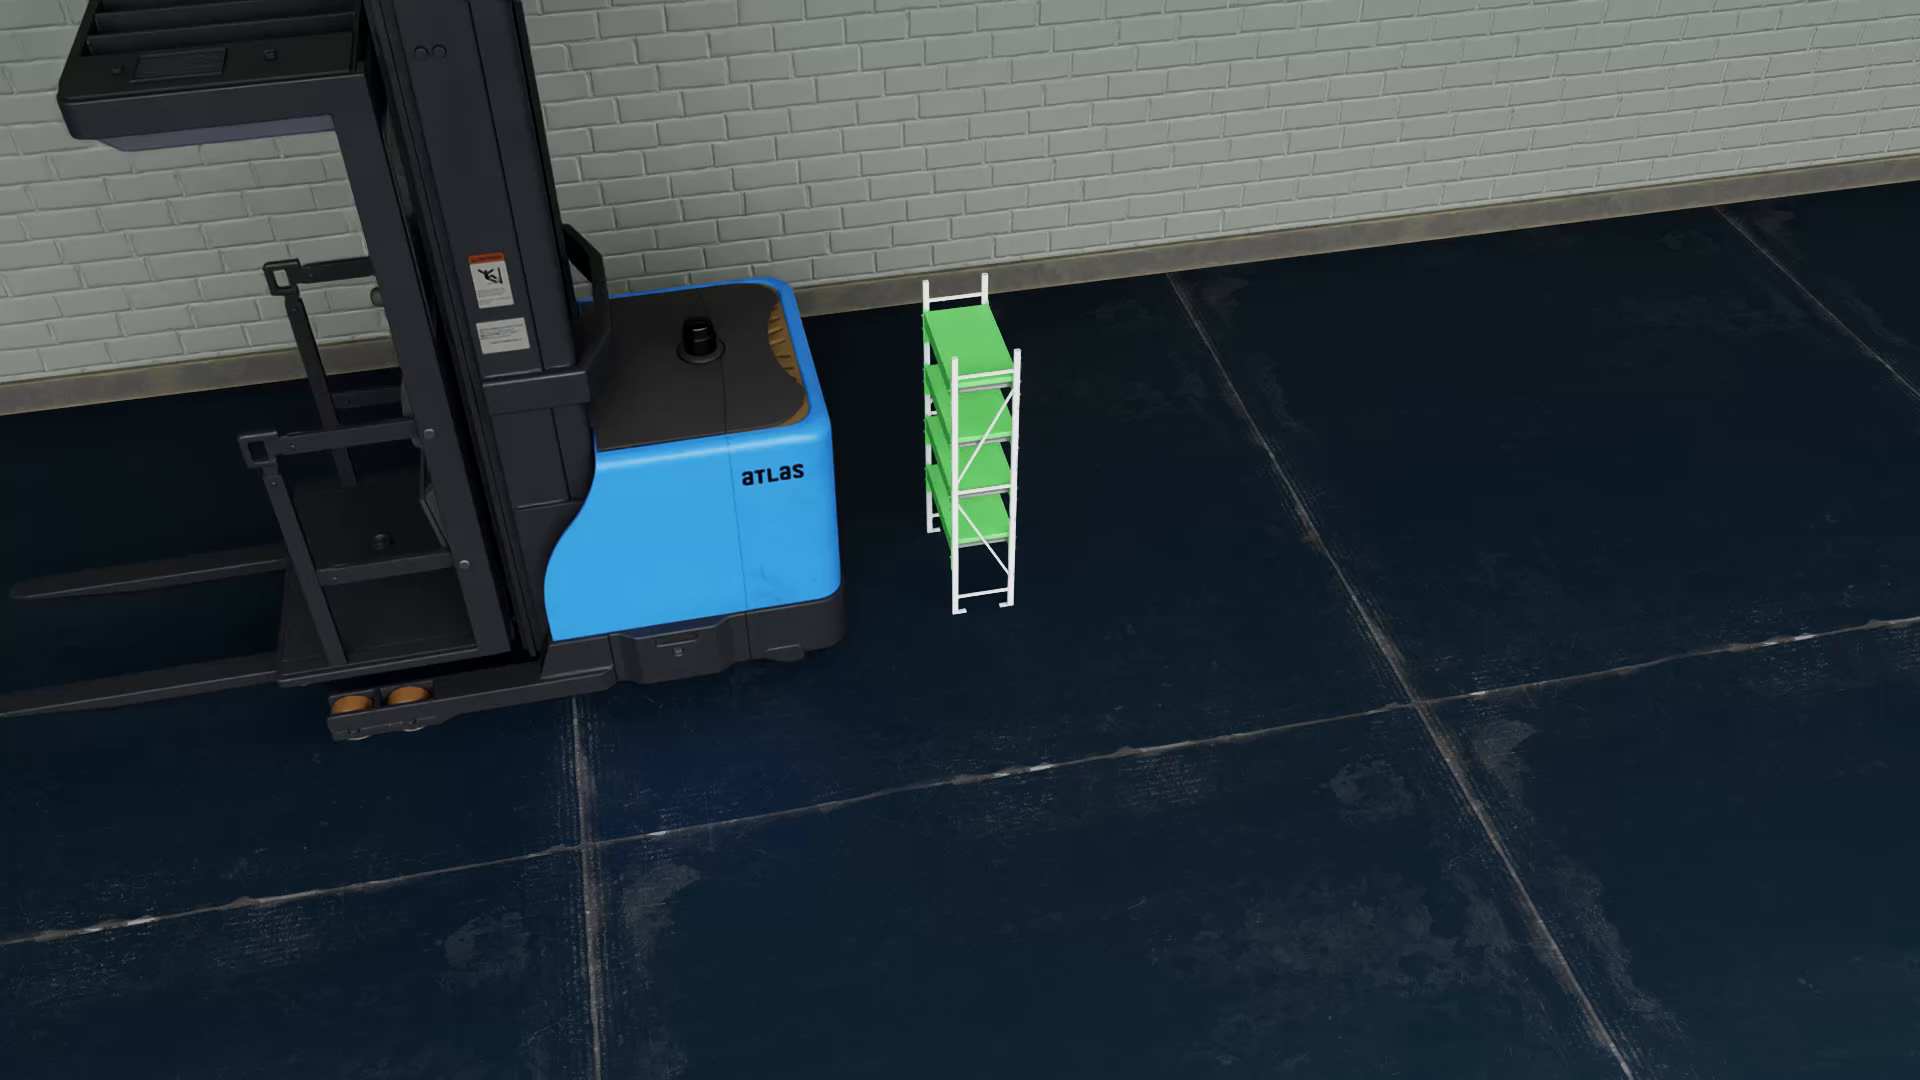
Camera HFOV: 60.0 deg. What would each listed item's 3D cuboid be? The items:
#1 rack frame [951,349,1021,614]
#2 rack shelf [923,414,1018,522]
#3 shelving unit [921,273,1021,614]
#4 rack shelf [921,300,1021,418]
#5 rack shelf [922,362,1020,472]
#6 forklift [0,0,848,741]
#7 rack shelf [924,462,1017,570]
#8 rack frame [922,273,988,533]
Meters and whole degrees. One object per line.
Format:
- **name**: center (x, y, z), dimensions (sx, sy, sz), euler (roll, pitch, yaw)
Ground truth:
- **rack frame**: center (0.088, -0.183, 6.053), dimensions (0.240, 1.200, 0.015), euler (-8, 42, -9)
- **rack shelf**: center (0.036, -0.294, 6.273), dimensions (0.258, 0.148, 0.480), euler (-8, 42, -9)
- **shelving unit**: center (0.036, -0.341, 6.231), dimensions (0.258, 1.200, 0.503), euler (-8, 42, -9)
- **rack shelf**: center (0.036, -0.653, 5.955), dimensions (0.258, 0.148, 0.480), euler (-8, 42, -9)
- **rack shelf**: center (0.036, -0.473, 6.114), dimensions (0.258, 0.148, 0.480), euler (-8, 42, -9)
- **forklift**: center (-1.996, -0.768, 5.407), dimensions (3.031, 2.935, 1.130), euler (-9, 42, -10)
- **rack shelf**: center (0.036, -0.114, 6.433), dimensions (0.258, 0.148, 0.480), euler (-8, 42, -9)
- **rack frame**: center (-0.017, -0.500, 6.409), dimensions (0.240, 1.200, 0.015), euler (-8, 42, -9)
